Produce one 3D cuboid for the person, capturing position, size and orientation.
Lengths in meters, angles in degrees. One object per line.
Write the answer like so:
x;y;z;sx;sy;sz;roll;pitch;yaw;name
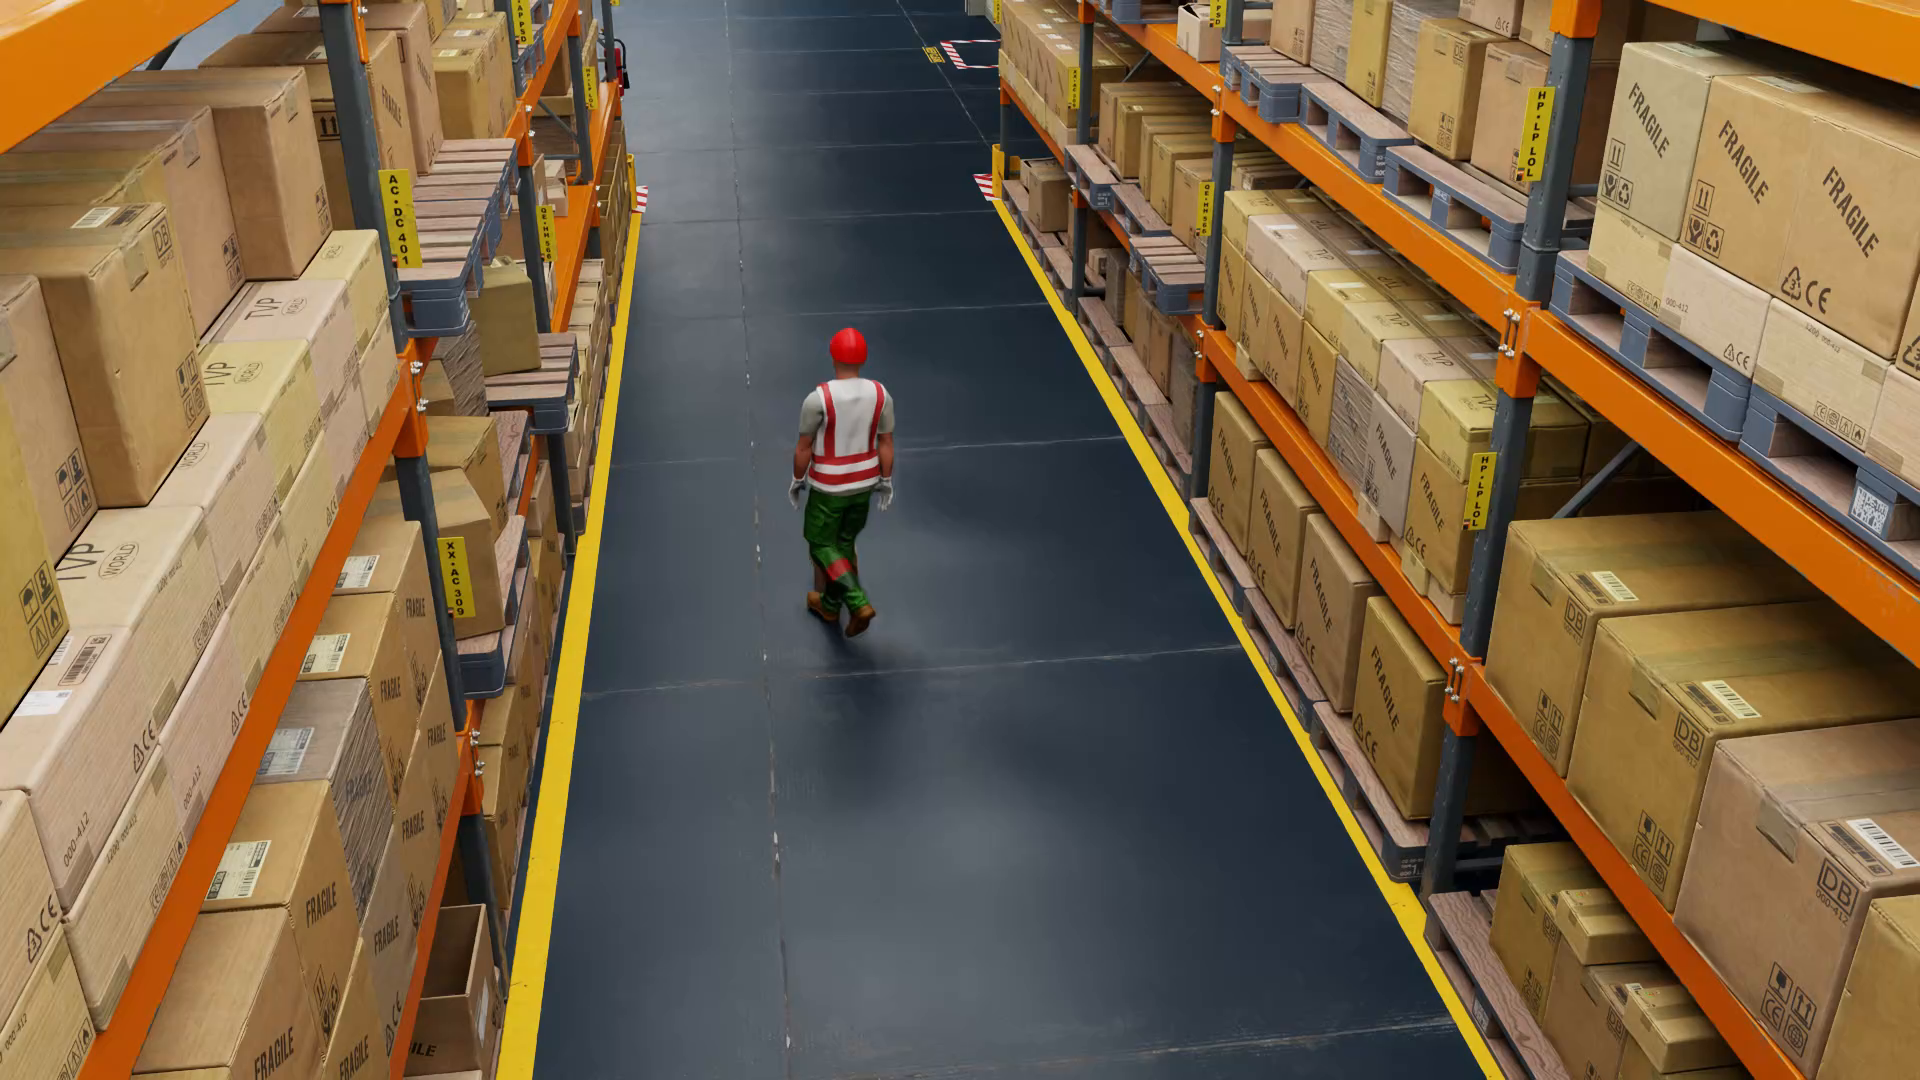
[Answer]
-0.621;-0.291;9.162;0.583;1.778;0.798;-15;31;-27;person
